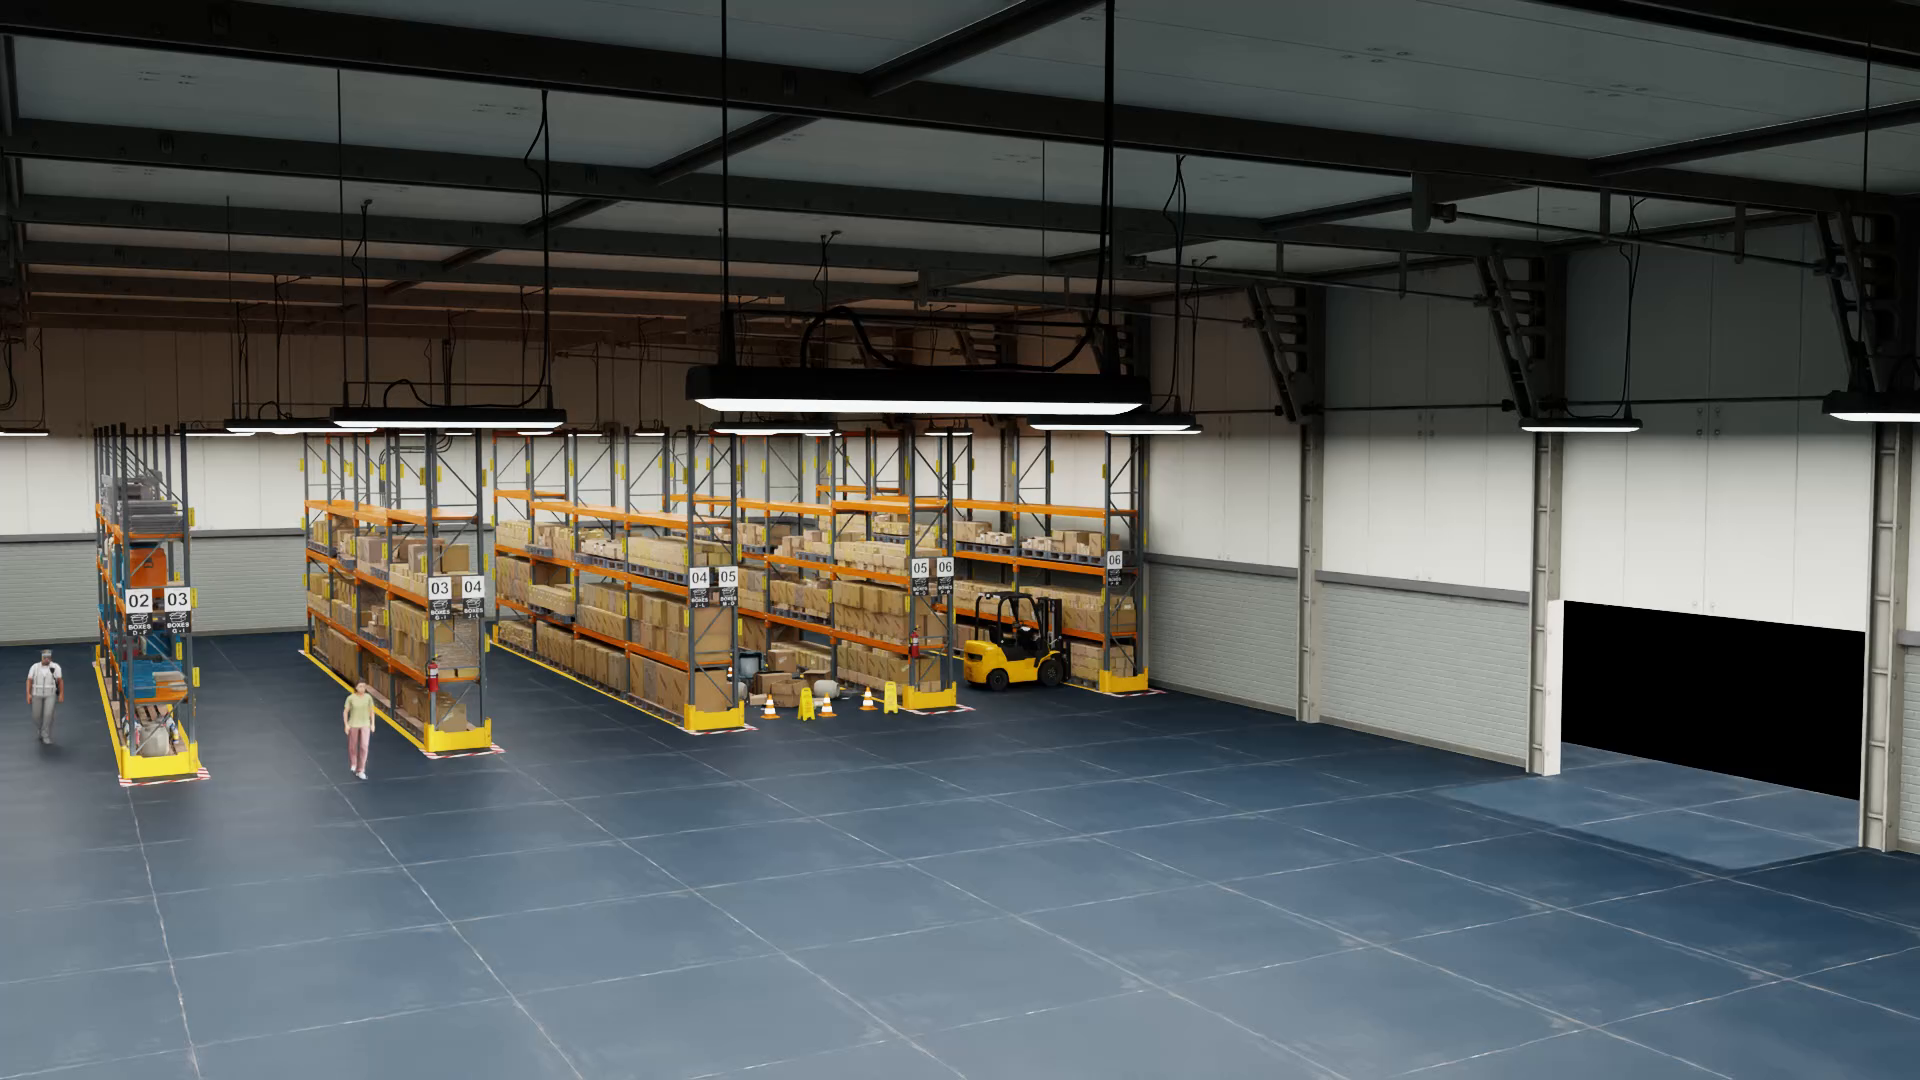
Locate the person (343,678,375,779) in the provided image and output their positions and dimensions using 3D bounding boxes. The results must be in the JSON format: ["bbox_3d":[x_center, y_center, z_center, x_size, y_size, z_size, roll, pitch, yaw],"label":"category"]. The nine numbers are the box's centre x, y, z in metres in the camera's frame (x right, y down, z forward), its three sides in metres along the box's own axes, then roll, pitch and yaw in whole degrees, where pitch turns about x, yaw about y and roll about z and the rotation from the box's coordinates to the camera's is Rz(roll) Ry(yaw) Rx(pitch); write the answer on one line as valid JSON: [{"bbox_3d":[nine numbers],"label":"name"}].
[{"bbox_3d":[-10.228,3.195,28.345,0.520,1.672,0.756,-2,4,-29],"label":"person"}]

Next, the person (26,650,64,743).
[{"bbox_3d":[-17.385,2.967,31.604,0.617,1.768,0.729,-2,4,-27],"label":"person"}]

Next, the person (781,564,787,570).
[{"bbox_3d":[-5.648,1.634,53.031,0.631,1.745,0.998,3,5,41],"label":"person"}]
